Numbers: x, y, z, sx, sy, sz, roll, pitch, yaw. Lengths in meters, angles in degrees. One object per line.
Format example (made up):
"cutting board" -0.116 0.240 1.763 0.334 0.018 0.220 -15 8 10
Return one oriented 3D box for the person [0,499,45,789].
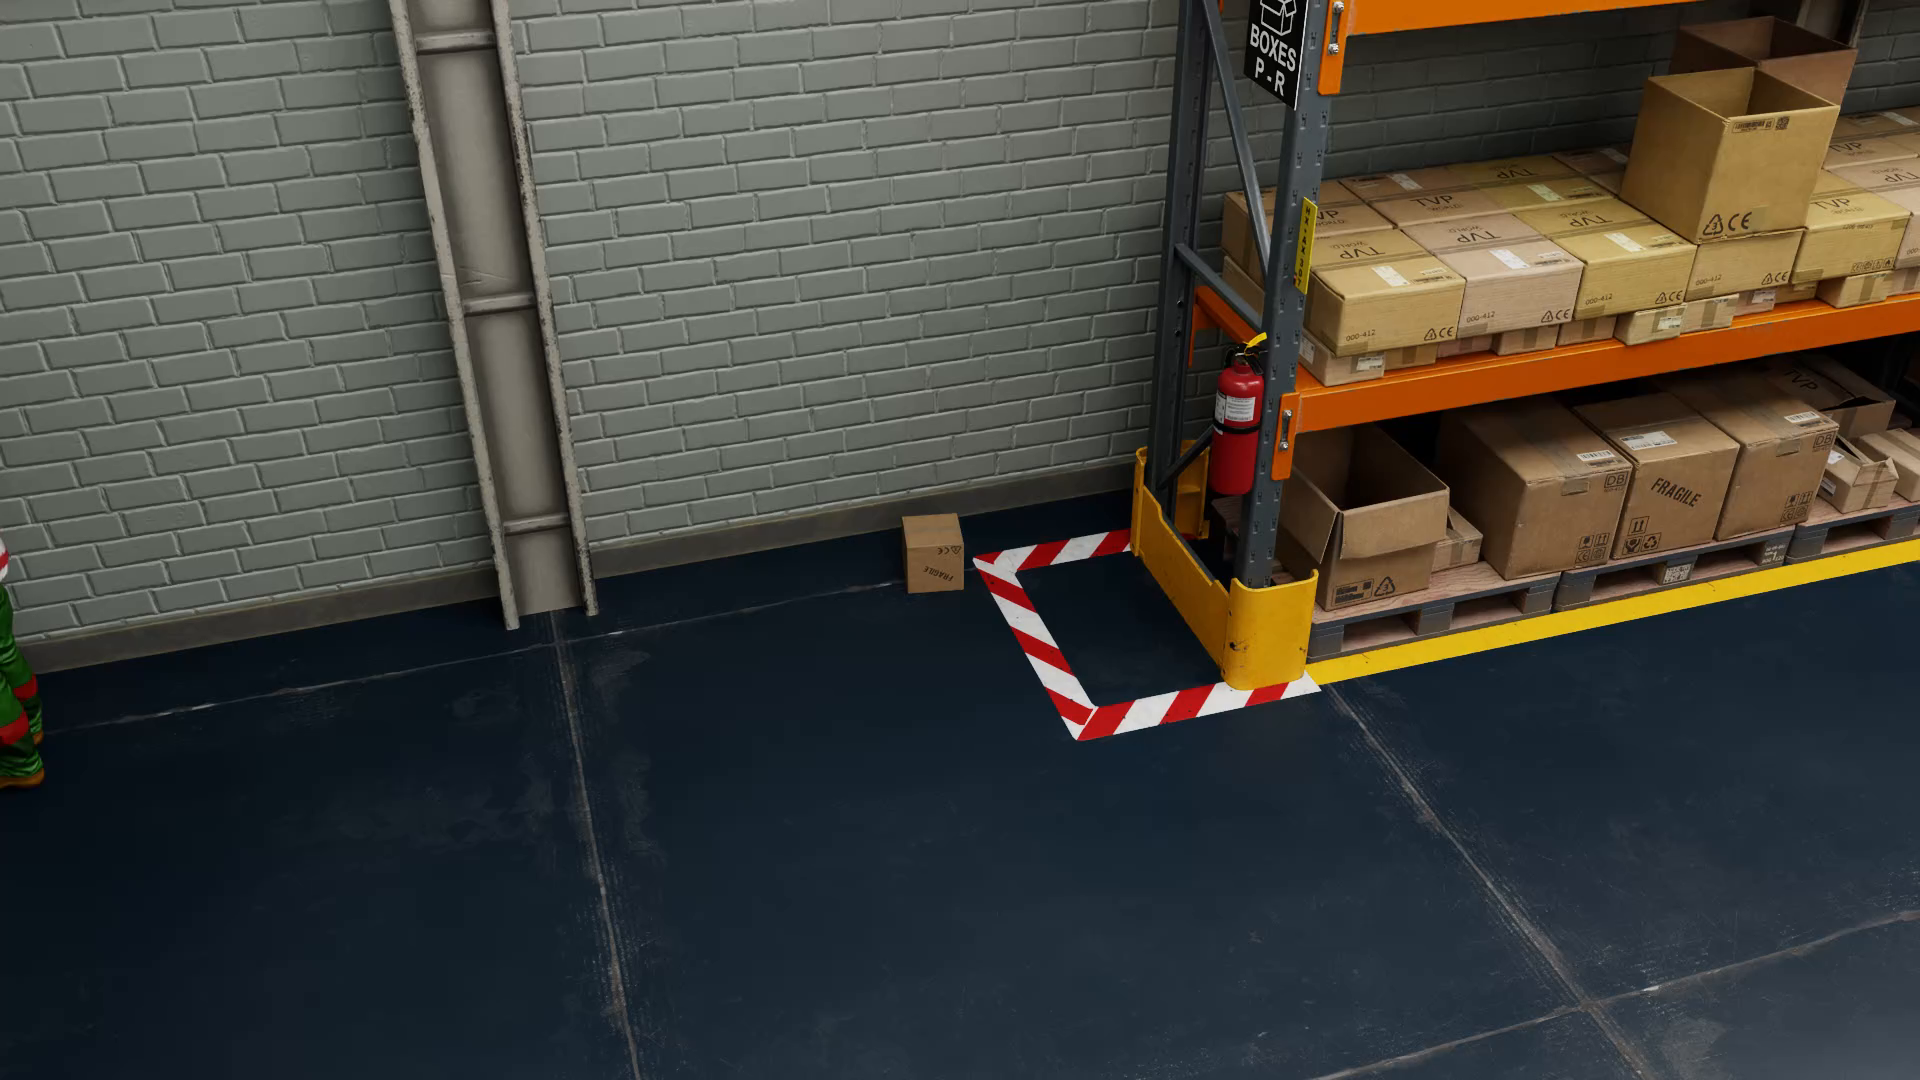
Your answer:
"person" -3.626 0.161 5.862 0.557 1.785 0.633 2 34 2
